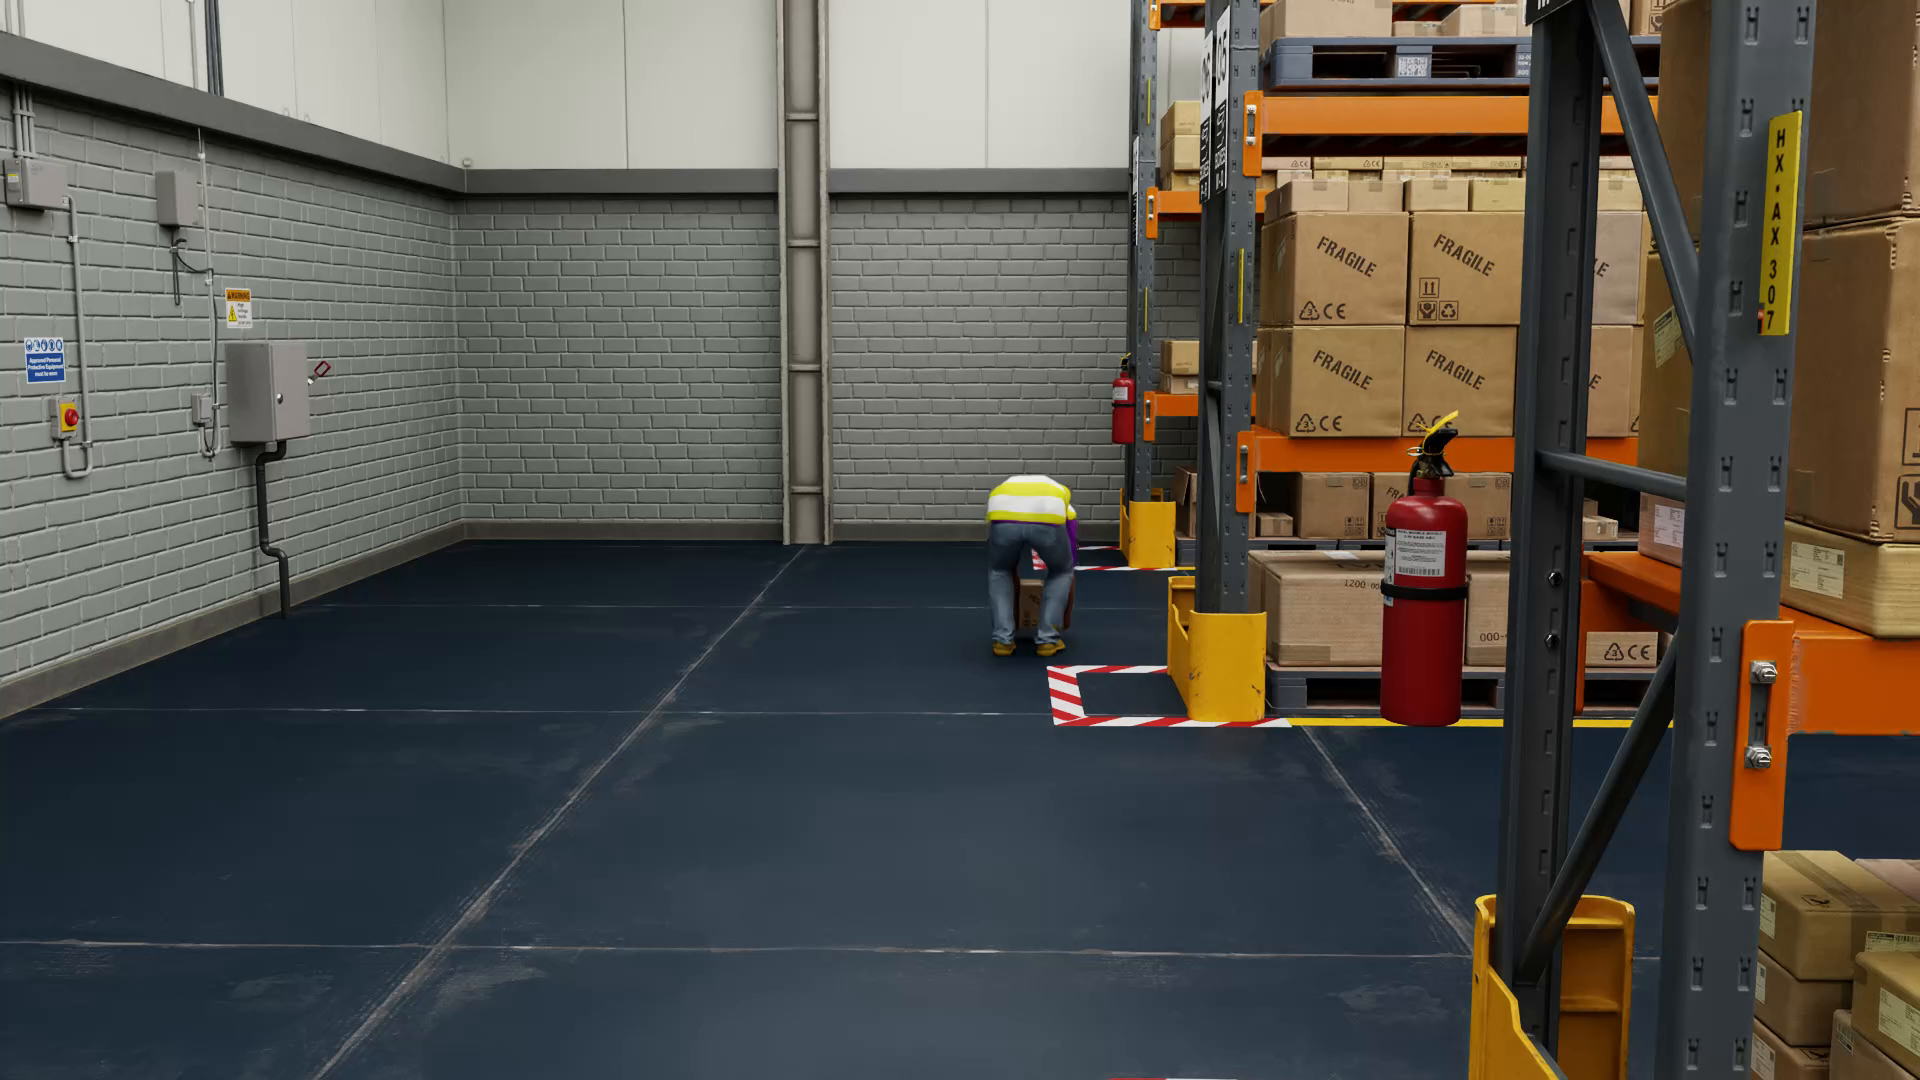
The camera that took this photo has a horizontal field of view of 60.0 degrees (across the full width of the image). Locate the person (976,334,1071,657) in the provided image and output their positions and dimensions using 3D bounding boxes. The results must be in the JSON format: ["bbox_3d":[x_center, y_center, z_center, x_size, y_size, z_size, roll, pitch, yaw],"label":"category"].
[{"bbox_3d":[0.373,-0.251,9.190,0.504,1.760,0.584,2,7,14],"label":"person"}]
